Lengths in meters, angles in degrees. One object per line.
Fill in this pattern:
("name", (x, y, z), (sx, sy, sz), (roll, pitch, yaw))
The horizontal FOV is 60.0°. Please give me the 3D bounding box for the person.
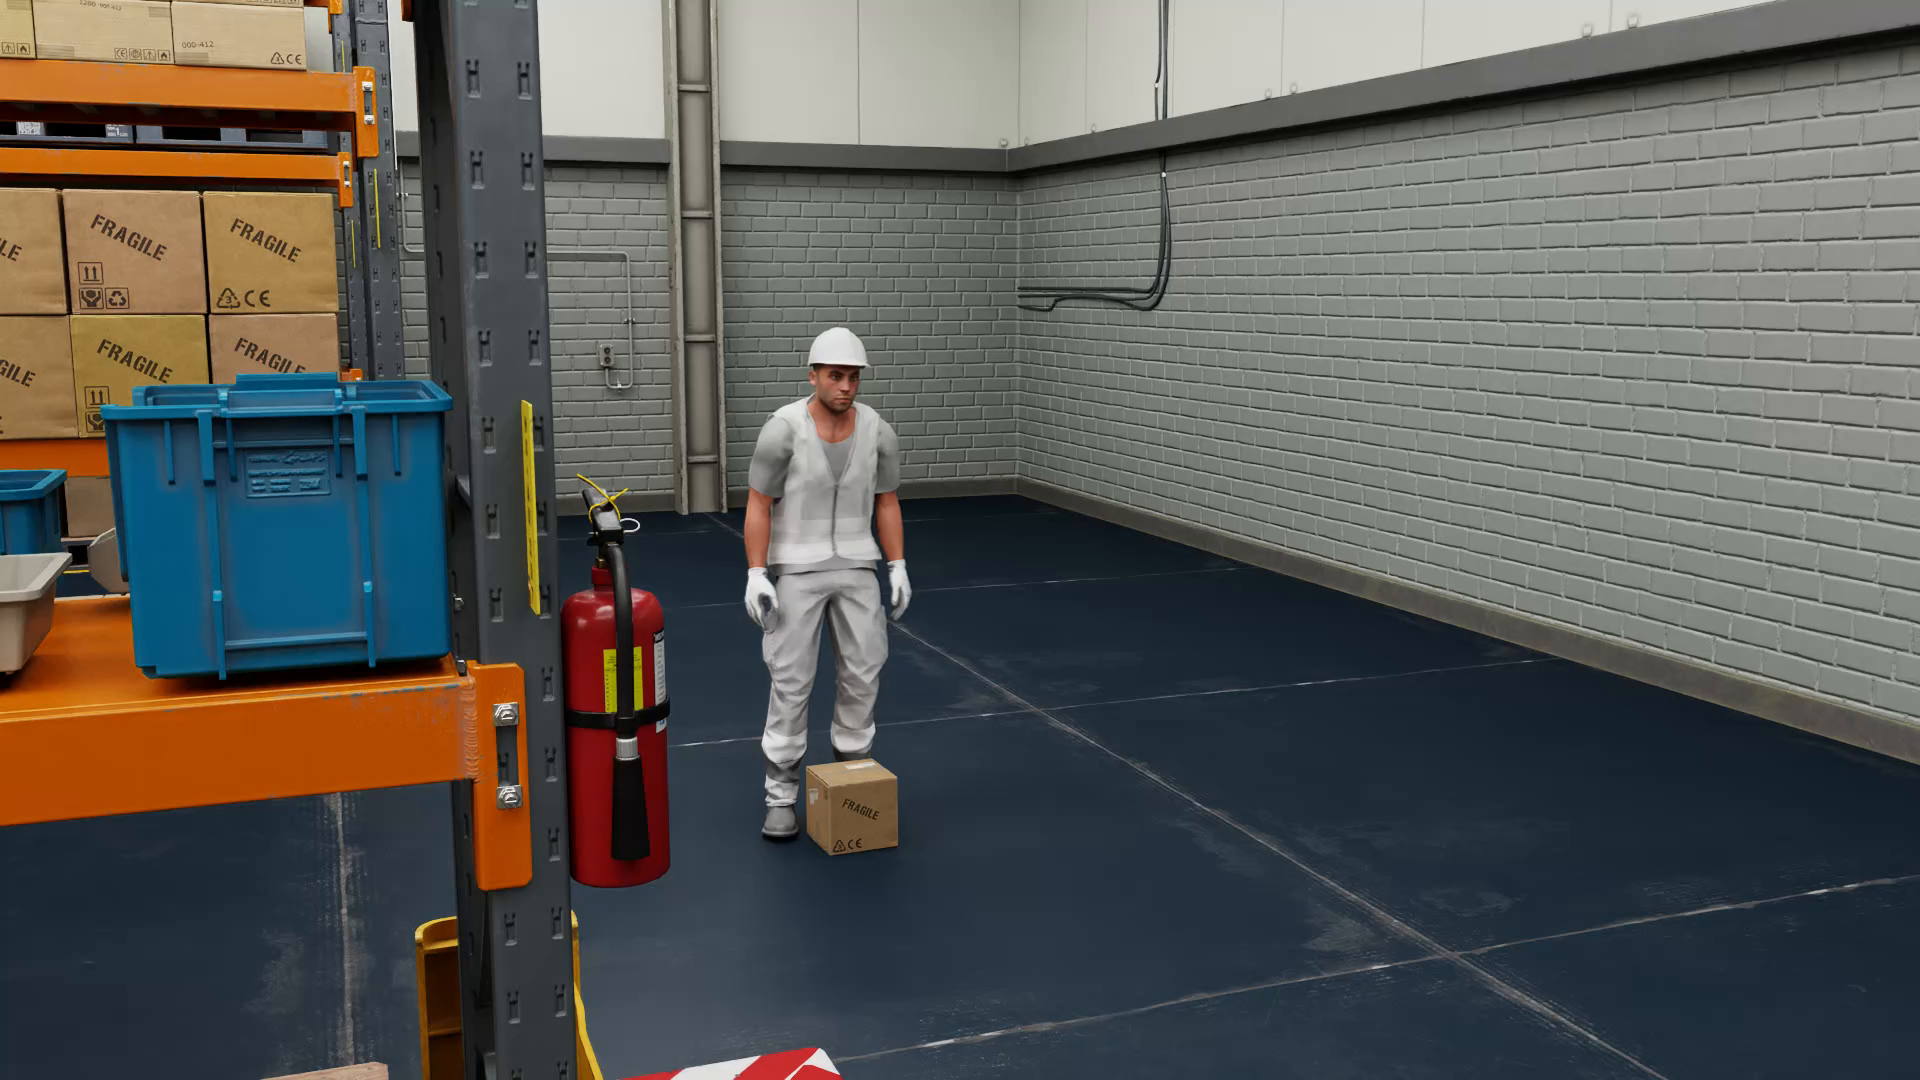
("person", (-0.464, 0.143, 5.883), (0.619, 1.779, 0.455), (-4, 9, -22))
